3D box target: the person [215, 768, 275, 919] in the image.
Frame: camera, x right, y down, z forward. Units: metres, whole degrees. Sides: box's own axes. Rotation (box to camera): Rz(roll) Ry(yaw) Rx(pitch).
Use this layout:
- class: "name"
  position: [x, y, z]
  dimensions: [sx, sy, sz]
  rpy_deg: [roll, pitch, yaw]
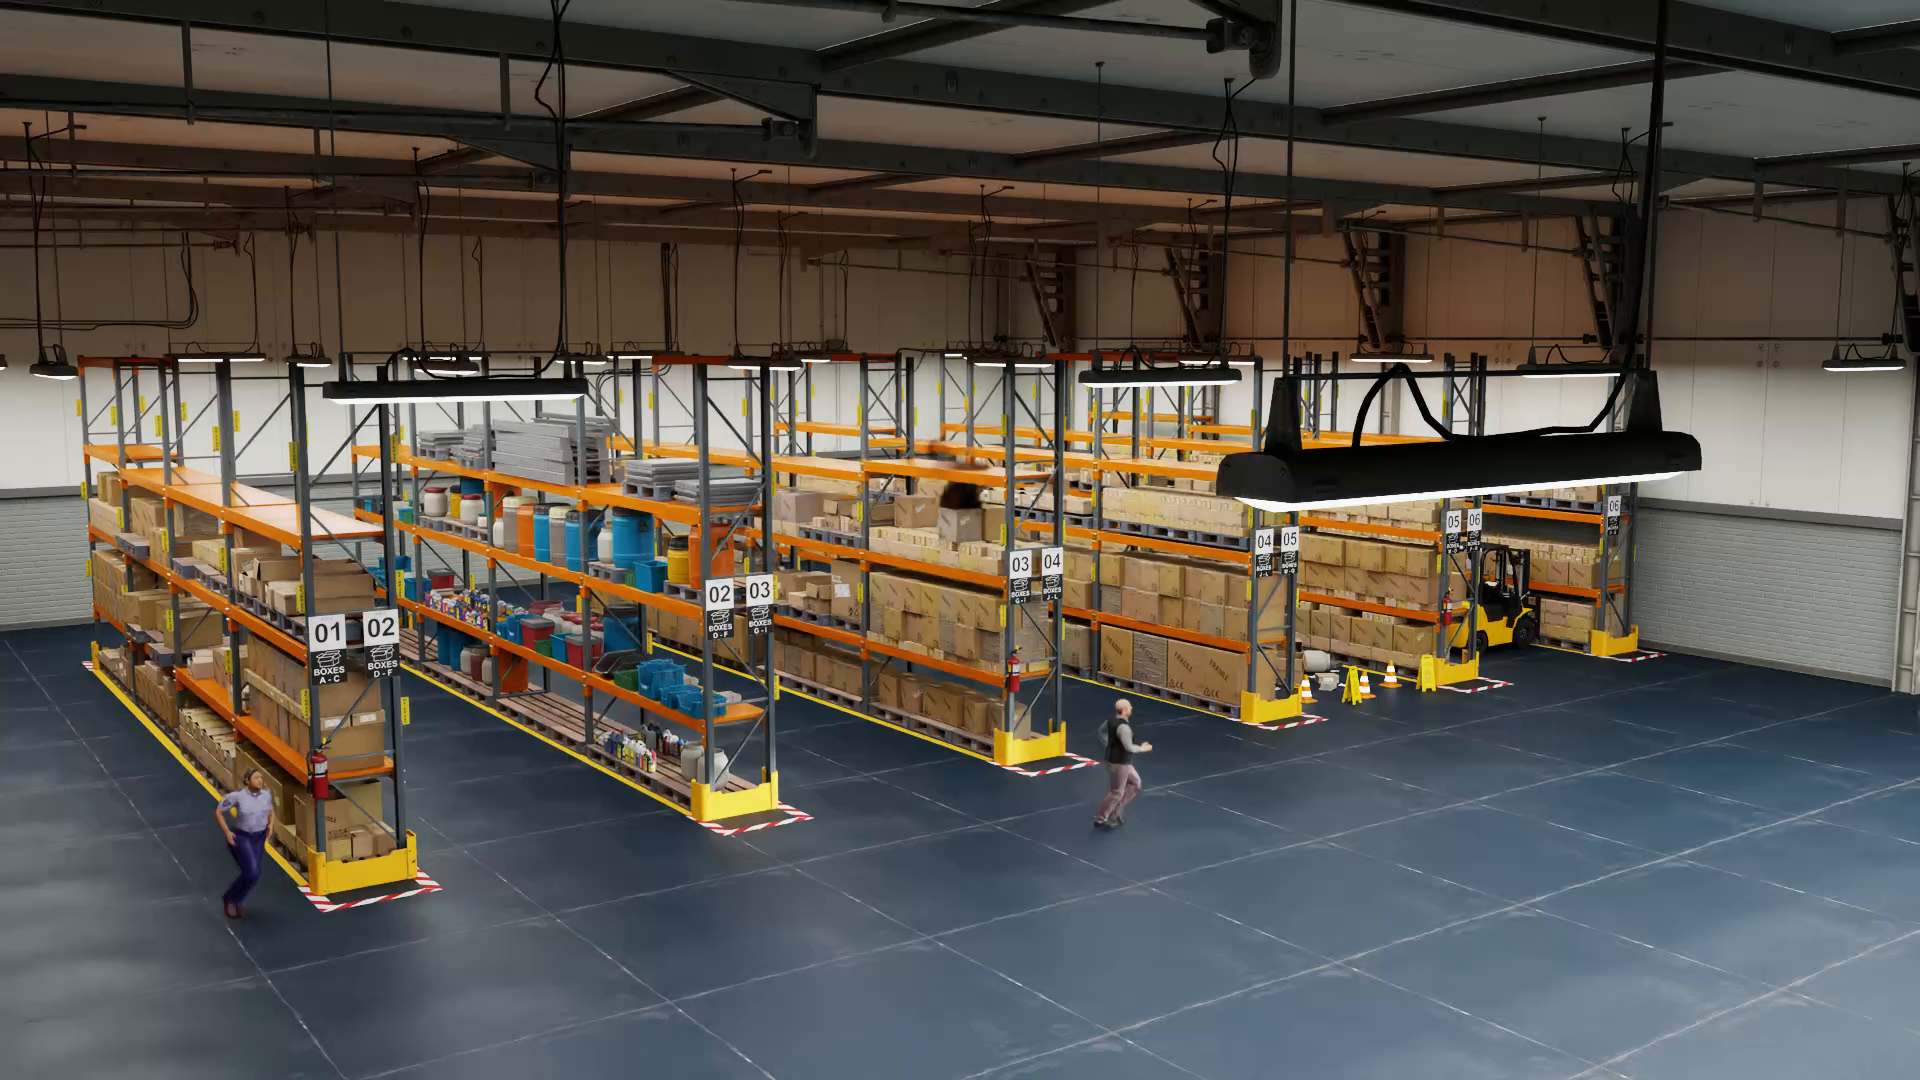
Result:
- class: "person"
  position: [-7.812, 3.332, 18.321]
  dimensions: [0.543, 1.594, 0.648]
  rpy_deg: [4, 8, 28]

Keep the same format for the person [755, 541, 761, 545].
- class: "person"
  position: [-4.795, 0.840, 38.720]
  dimensions: [0.607, 1.647, 0.613]
  rpy_deg: [-3, 7, -22]

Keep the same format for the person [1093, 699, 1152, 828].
- class: "person"
  position: [2.094, 2.888, 21.465]
  dimensions: [0.768, 1.704, 0.625]
  rpy_deg: [-1, 7, -6]

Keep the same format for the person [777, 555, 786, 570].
- class: "person"
  position: [-3.866, 1.190, 35.216]
  dimensions: [0.660, 1.795, 0.660]
  rpy_deg: [-6, 9, -39]
